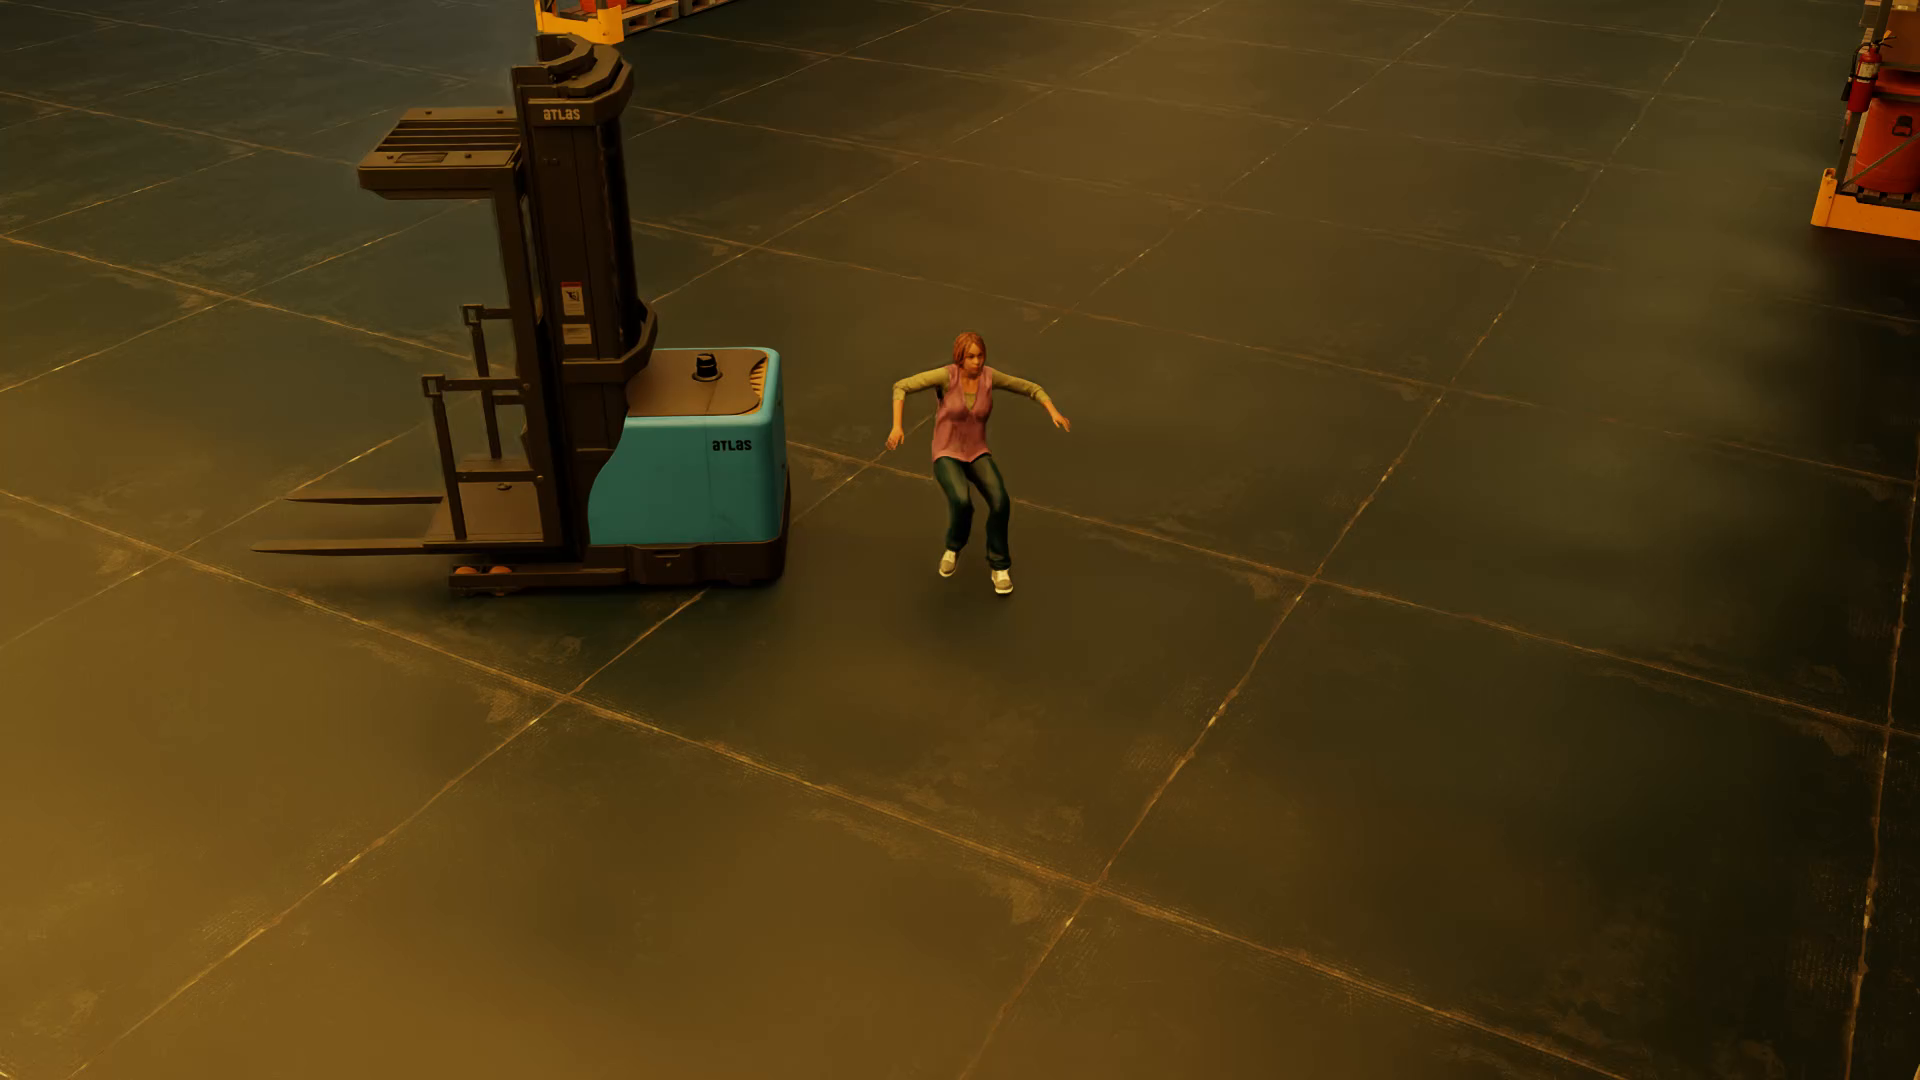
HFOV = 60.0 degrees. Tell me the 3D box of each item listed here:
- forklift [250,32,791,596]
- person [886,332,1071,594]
[{"bbox_3d":[-2.544,-1.219,9.183,3.031,2.935,1.130,-1,30,-2],"label":"forklift"},{"bbox_3d":[0.089,-0.433,9.352,0.999,1.381,0.746,-11,32,-19],"label":"person"}]
